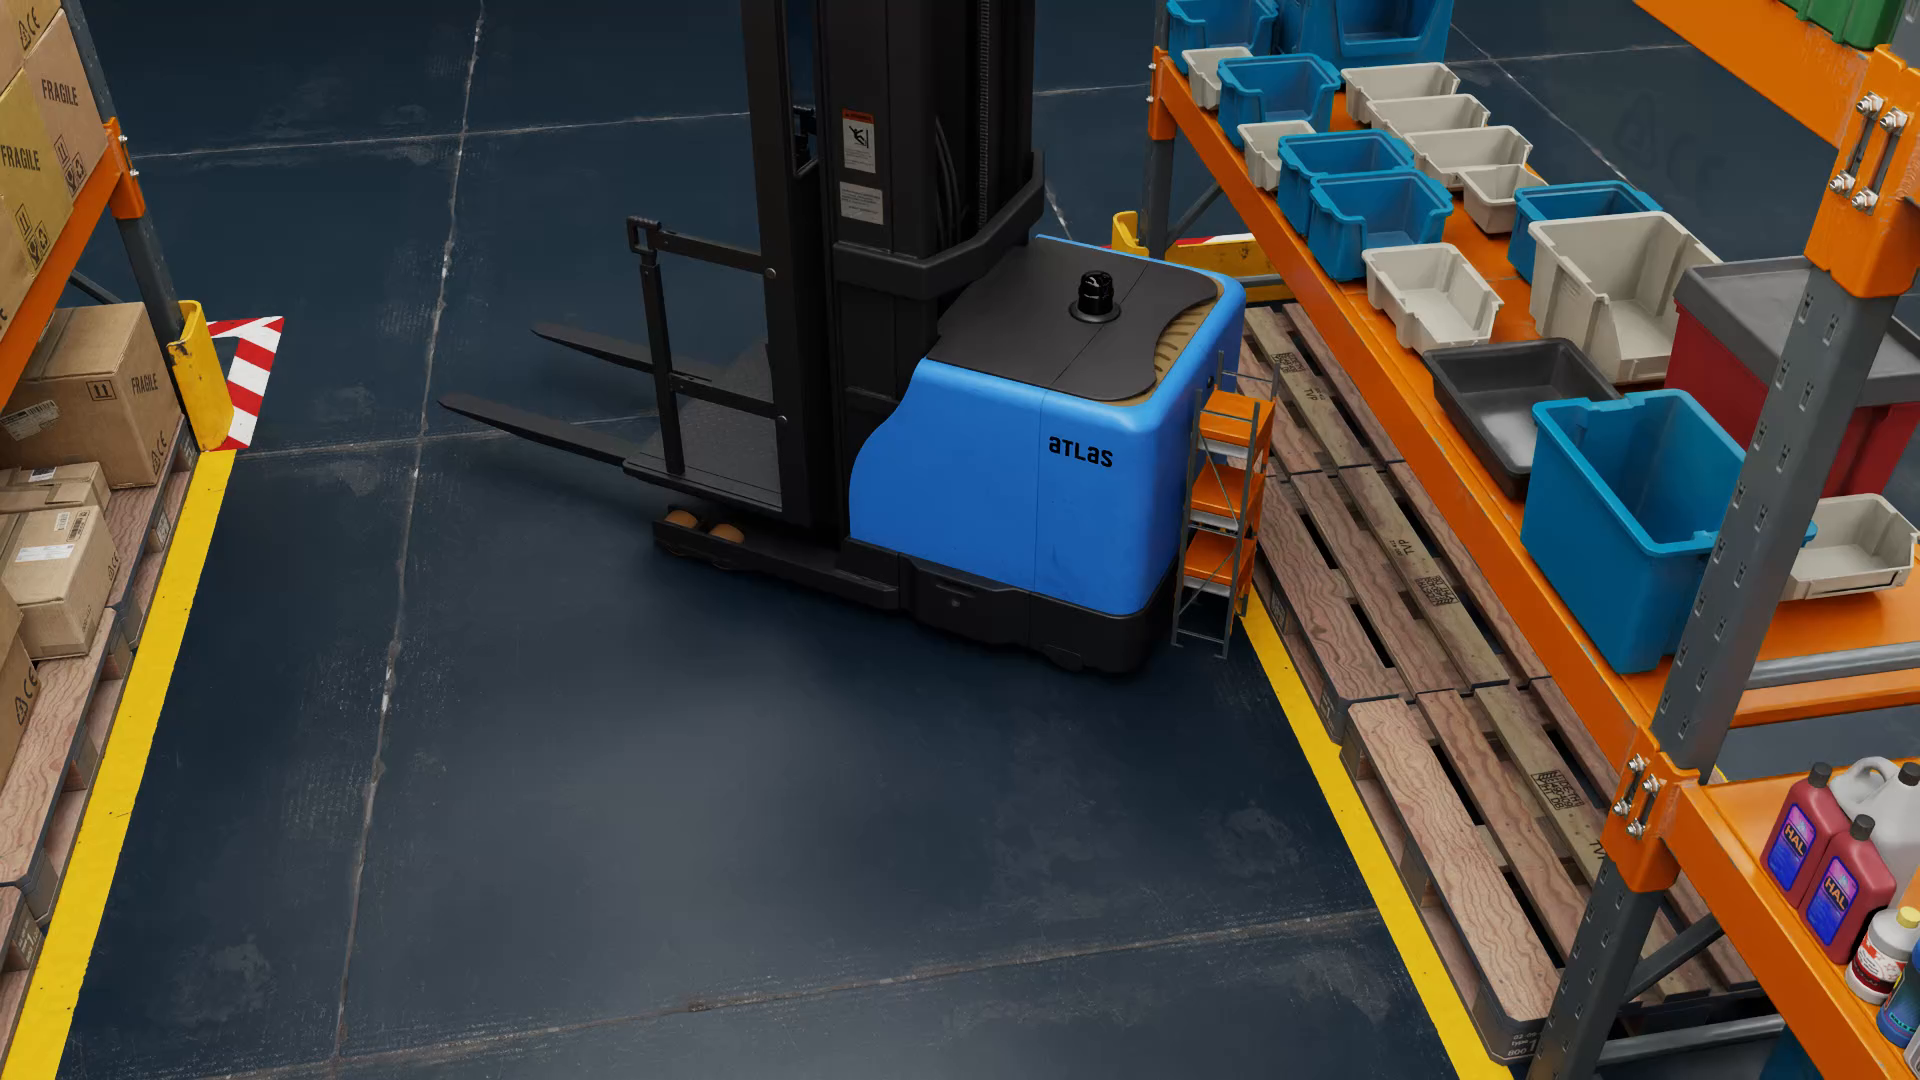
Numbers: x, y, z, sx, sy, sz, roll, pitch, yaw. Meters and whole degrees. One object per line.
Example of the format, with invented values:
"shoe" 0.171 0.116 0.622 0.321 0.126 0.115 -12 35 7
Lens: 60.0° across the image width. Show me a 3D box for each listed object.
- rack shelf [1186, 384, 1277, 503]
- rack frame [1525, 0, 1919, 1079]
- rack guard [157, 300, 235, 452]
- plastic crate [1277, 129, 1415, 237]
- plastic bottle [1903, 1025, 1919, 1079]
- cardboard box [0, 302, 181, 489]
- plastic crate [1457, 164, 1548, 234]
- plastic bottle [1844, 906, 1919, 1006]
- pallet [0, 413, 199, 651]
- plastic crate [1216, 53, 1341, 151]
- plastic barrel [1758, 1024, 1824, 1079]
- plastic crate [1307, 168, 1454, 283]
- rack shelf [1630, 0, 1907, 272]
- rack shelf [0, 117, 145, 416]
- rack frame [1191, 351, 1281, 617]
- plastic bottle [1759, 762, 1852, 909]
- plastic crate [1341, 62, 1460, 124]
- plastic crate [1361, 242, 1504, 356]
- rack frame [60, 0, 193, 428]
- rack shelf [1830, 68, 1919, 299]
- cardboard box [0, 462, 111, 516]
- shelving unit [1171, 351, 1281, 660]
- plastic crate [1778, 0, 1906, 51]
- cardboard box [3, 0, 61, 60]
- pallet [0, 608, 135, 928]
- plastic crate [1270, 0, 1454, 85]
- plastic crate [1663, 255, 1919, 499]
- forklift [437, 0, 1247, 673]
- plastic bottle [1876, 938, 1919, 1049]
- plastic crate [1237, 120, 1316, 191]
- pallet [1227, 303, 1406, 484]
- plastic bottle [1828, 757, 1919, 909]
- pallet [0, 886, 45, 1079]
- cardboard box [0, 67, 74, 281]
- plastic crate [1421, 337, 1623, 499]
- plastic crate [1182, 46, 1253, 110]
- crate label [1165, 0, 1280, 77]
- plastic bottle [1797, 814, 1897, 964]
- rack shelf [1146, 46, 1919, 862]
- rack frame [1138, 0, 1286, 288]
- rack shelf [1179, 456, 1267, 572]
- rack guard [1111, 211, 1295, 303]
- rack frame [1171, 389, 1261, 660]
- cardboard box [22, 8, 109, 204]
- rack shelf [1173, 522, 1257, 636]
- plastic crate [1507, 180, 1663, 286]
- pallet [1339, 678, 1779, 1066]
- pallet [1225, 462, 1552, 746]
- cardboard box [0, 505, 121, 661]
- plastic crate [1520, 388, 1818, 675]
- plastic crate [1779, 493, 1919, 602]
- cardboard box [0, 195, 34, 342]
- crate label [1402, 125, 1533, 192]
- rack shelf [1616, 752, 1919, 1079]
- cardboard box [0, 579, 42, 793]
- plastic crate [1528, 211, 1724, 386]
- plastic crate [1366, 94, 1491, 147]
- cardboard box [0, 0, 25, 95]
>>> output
"rack shelf" 0.873 -0.312 5.351 0.215 0.259 0.240 15 40 18
"rack frame" 1.980 0.249 3.485 1.000 3.000 0.127 -6 38 -8
"rack guard" -3.585 -0.604 6.620 1.175 0.500 0.348 -6 38 -8
"plastic crate" 1.229 -1.145 5.367 0.416 0.233 0.300 -6 38 -8
"plastic bottle" 1.751 0.839 2.826 0.152 0.276 0.135 -6 38 -8
"cardboard box" -3.260 -0.522 6.155 0.500 0.500 0.500 -6 38 -8
"plastic crate" 1.780 -1.095 5.380 0.298 0.136 0.250 -6 38 -8
"plastic bottle" 1.686 0.743 3.011 0.097 0.201 0.097 0 38 0
"pallet" -3.444 -0.008 6.089 1.003 0.211 1.213 -6 38 -8
"plastic crate" 1.114 -1.543 5.878 0.416 0.233 0.300 -6 38 -8
"plastic barrel" 2.059 1.242 3.575 0.600 0.901 0.708 -6 38 -8
"plastic crate" 1.282 -0.964 5.133 0.416 0.233 0.300 -6 38 -8
"rack shelf" 1.630 -1.860 4.340 1.077 0.370 4.000 -6 38 -8
"rack shelf" -3.247 -0.145 4.578 1.077 0.370 4.000 -6 38 -8
"rack frame" 0.921 -0.165 5.607 0.200 1.050 0.008 15 40 18
"plastic bottle" 1.625 0.562 3.177 0.061 0.283 0.133 -6 38 -8
"plastic crate" 1.600 -1.614 6.048 0.396 0.136 0.243 -6 38 -8
"plastic crate" 1.379 -0.690 4.860 0.293 0.136 0.466 -6 38 -8
"rack frame" -3.598 -1.637 5.912 1.000 3.000 0.127 -6 38 -8
"rack shelf" 2.331 0.556 1.231 1.077 0.370 4.000 -6 38 -8
"cardboard box" -3.278 -0.136 5.930 0.380 0.166 0.250 -6 38 -8
"shelving unit" 0.873 -0.096 5.518 0.215 1.050 0.252 15 40 18
"plastic crate" 1.609 -1.076 2.917 0.450 0.188 0.662 -6 38 -8
"cardboard box" -3.249 -1.832 5.267 0.500 0.500 0.500 -7 38 -8
"pallet" -3.234 0.727 5.142 1.003 0.211 1.213 -6 38 -8
"plastic crate" 1.522 -2.023 6.331 0.616 0.435 0.499 -6 38 -8
"plastic crate" 2.071 -0.367 4.176 0.402 0.464 0.583 -6 38 -8
"forklift" -0.570 -1.323 5.564 3.031 2.935 1.130 16 41 20
"plastic bottle" 1.703 0.774 2.914 0.097 0.271 0.097 0 38 0
"plastic crate" 1.092 -1.290 5.632 0.250 0.136 0.298 -6 38 -8
"pallet" 1.386 -0.564 6.804 1.003 0.211 1.213 -6 38 -8
"plastic bottle" 1.730 0.540 3.150 0.144 0.351 0.185 -6 38 -8
"pallet" -3.016 1.465 4.192 1.003 0.211 1.213 -6 38 -8
"cardboard box" -3.157 -1.122 5.168 0.500 0.500 0.500 -6 38 -8
"plastic crate" 1.520 -0.314 4.384 0.437 0.125 0.590 -6 38 -8
"plastic crate" 0.973 -1.700 6.159 0.250 0.136 0.298 -6 38 -8
"crate label" 0.998 -1.940 6.390 0.416 0.233 0.303 -6 38 -8
"plastic bottle" 1.648 0.643 3.073 0.061 0.283 0.133 -6 38 -8
"rack shelf" 1.630 -0.675 5.261 1.077 0.370 4.000 -6 38 -8
"rack frame" 1.279 -2.167 6.595 1.000 3.000 0.127 -6 38 -8
"rack shelf" 0.873 -0.088 5.525 0.215 0.259 0.240 15 40 18
"rack guard" 1.262 -1.193 7.379 1.175 0.500 0.348 -6 38 -8
"rack frame" 0.825 -0.028 5.430 0.200 1.050 0.008 15 40 18
"cardboard box" -3.252 -1.435 5.571 0.500 0.500 0.500 -5 38 -7
"rack shelf" 0.873 0.131 5.695 0.215 0.259 0.240 15 40 18
"plastic crate" 1.892 -0.912 5.067 0.416 0.233 0.300 -6 38 -8
"pallet" 1.813 0.910 4.907 1.003 0.211 1.213 -6 38 -8
"pallet" 1.596 0.171 5.857 1.003 0.211 1.213 -6 38 -8
"cardboard box" -3.123 0.154 5.489 0.500 0.250 0.500 -6 38 -8
"plastic crate" 1.563 -0.014 3.787 0.392 0.384 0.575 -6 38 -8
"plastic crate" 2.040 0.033 3.929 0.396 0.136 0.243 -6 38 -8
"cardboard box" -3.075 -0.820 4.779 0.500 0.500 0.500 -6 38 -8
"crate label" 1.710 -1.272 5.608 0.396 0.136 0.243 -6 38 -8
"rack shelf" 2.331 1.741 2.151 1.077 0.370 4.000 -6 38 -8
"cardboard box" -3.231 0.457 4.893 0.797 0.503 0.637 -6 38 -8
"plastic crate" 1.894 -0.670 4.716 0.437 0.282 0.530 -6 38 -8
"plastic crate" 1.637 -1.437 5.821 0.396 0.136 0.243 -6 38 -8
"cardboard box" -3.160 -1.527 4.874 0.500 0.500 0.500 -5 38 -7
